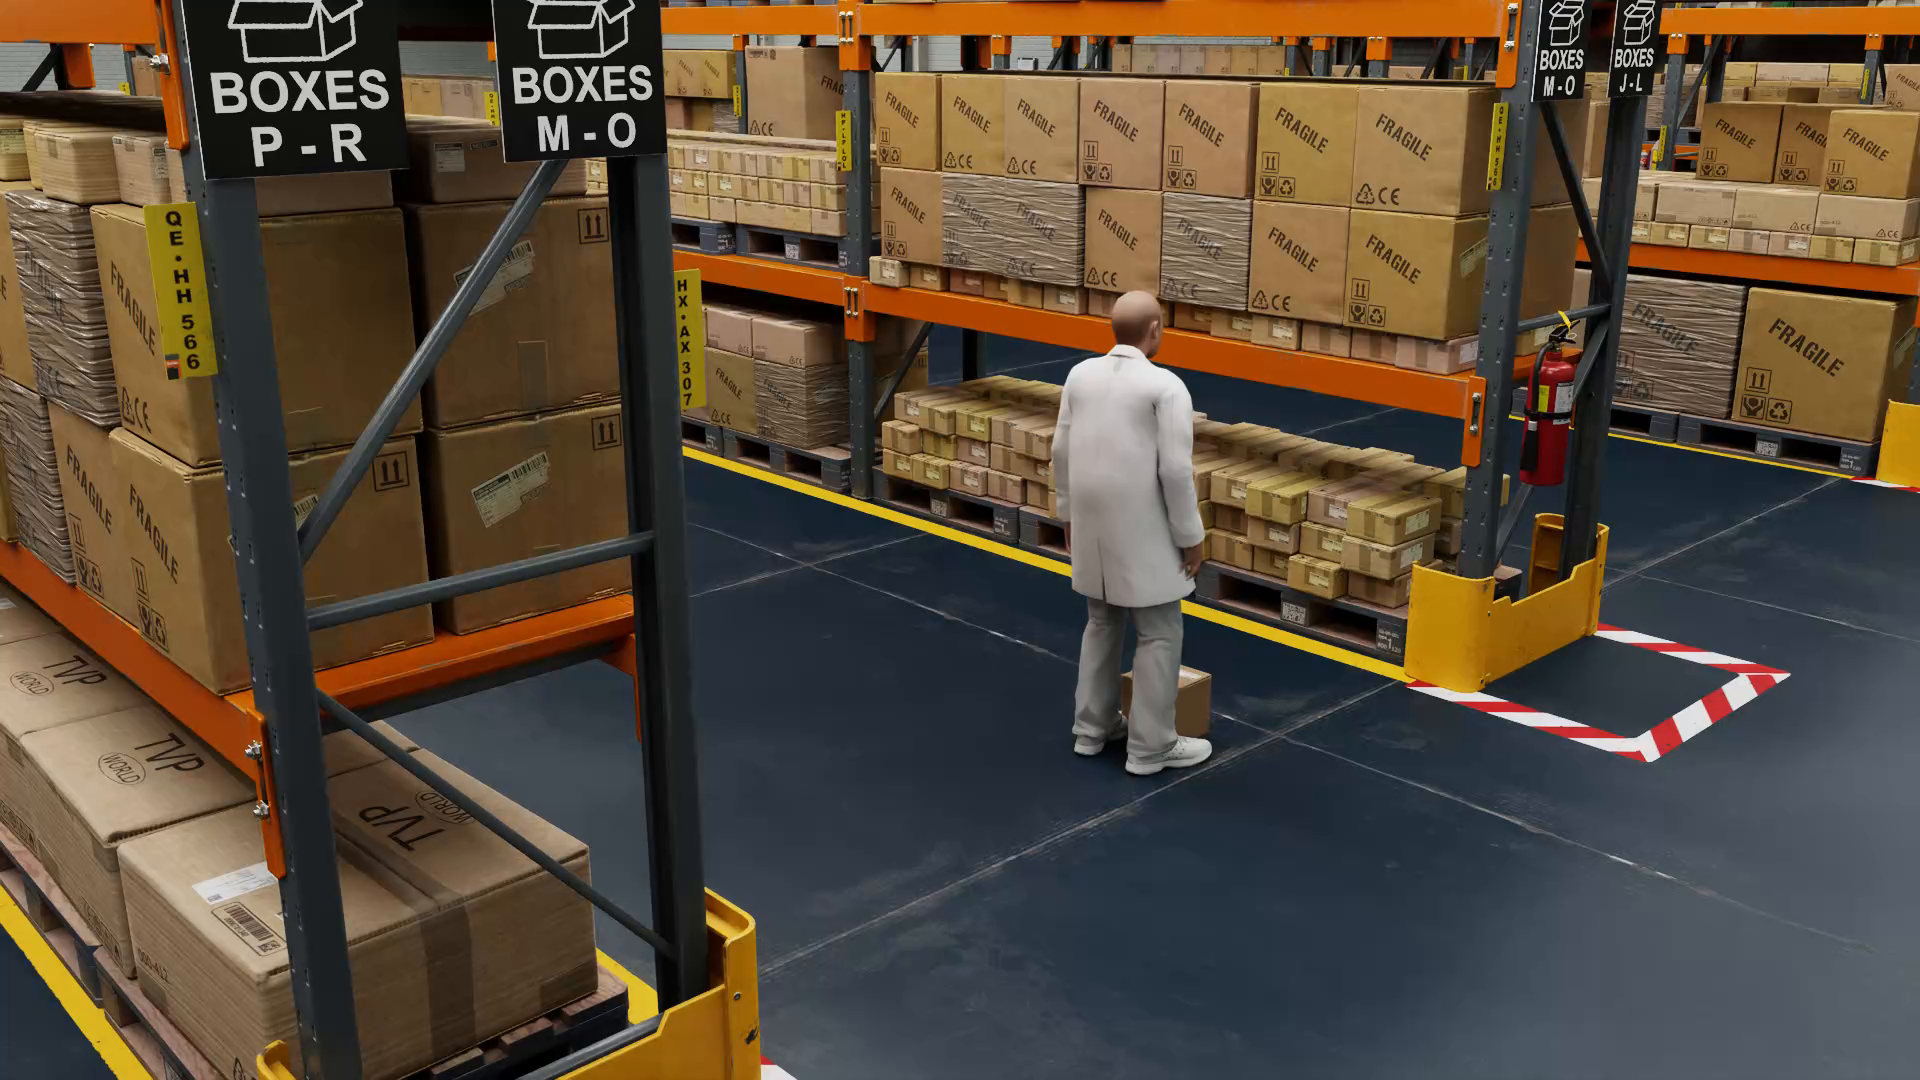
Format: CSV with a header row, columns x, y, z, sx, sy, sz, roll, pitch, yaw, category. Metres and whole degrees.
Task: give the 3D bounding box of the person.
x,y,z,sx,sy,sz,roll,pitch,yaw,category
0.625,-2.528,14.316,12.280,1.773,12.853,15,23,41,person
